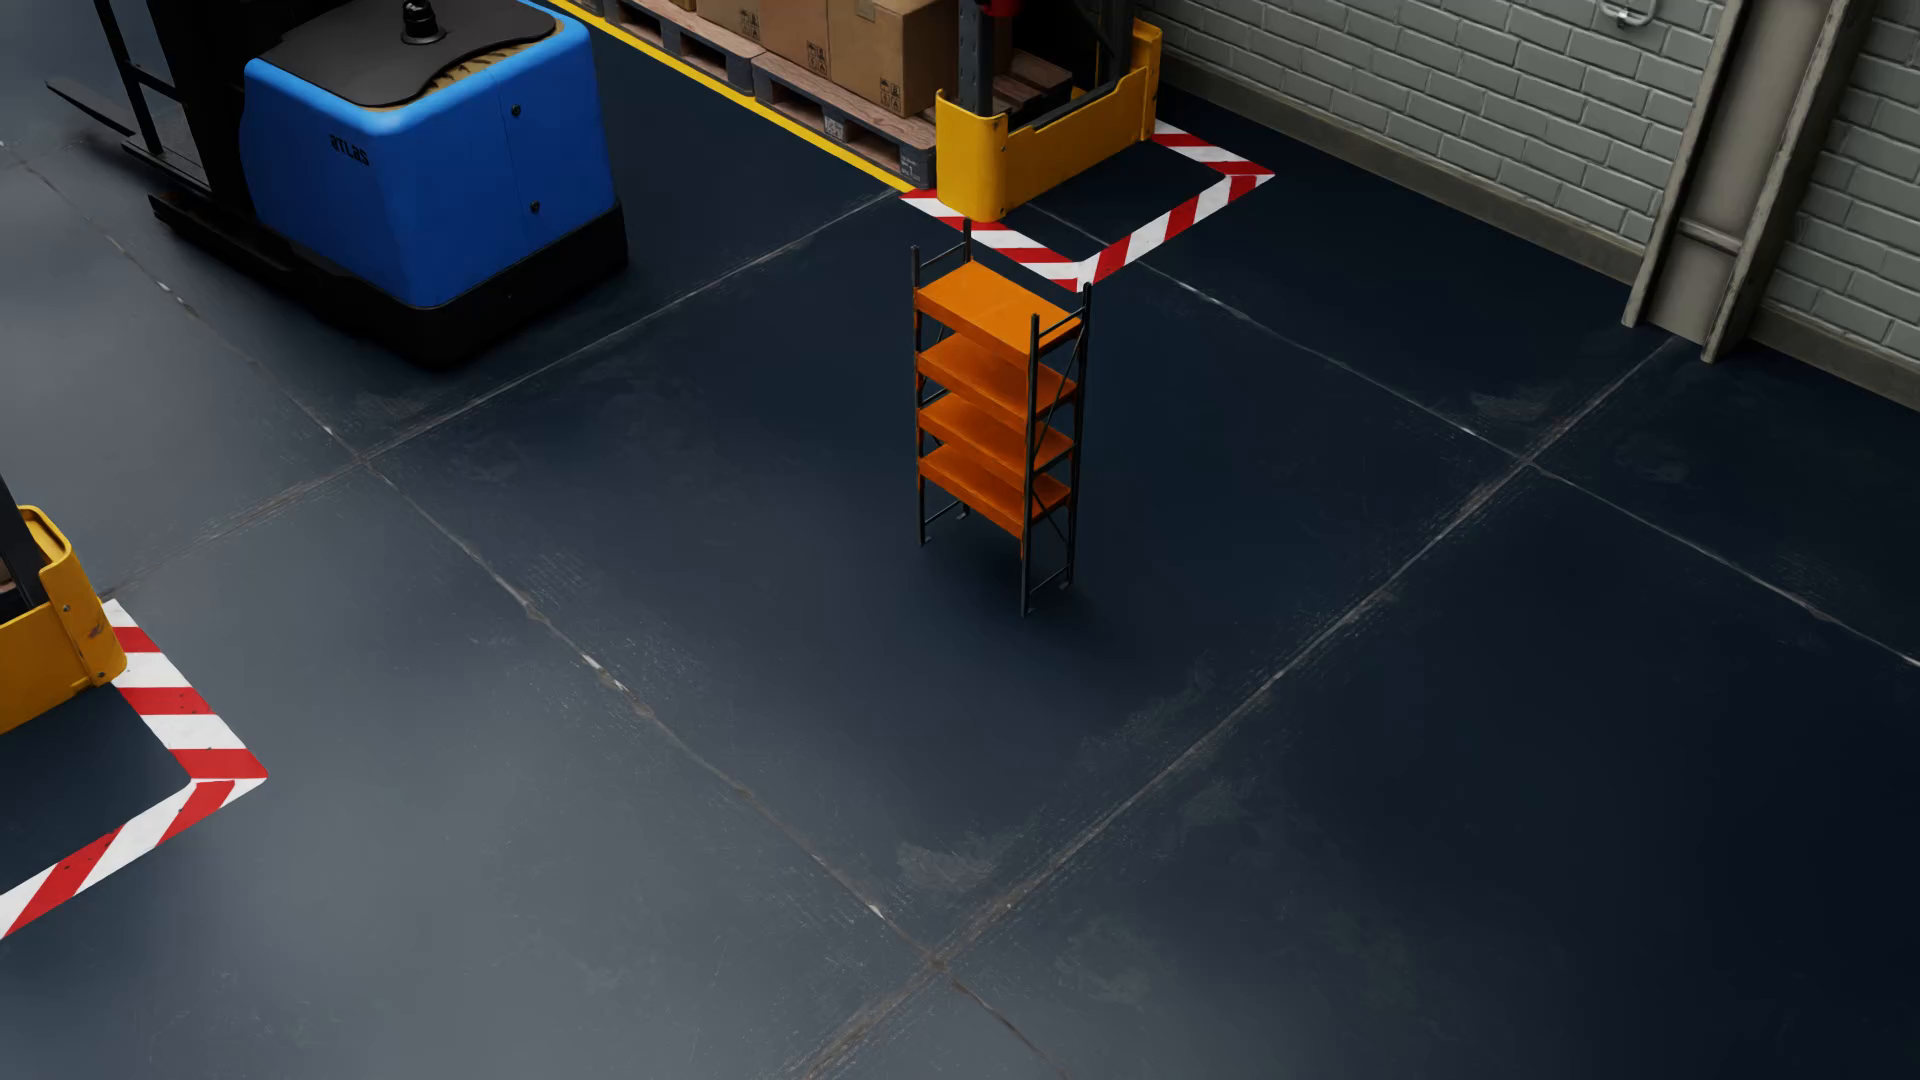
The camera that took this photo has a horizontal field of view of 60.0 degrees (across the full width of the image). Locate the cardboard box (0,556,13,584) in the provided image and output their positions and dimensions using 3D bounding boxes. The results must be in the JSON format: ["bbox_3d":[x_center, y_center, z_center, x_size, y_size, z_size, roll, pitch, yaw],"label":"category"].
[{"bbox_3d":[-3.169,0.058,5.253,0.380,0.149,0.250,-34,53,-31],"label":"cardboard box"}]

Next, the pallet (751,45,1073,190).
[{"bbox_3d":[-0.232,-2.160,7.932,1.003,0.211,1.213,-34,53,-31],"label":"pallet"}]

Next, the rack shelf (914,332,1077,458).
[{"bbox_3d":[0.117,-0.476,5.151,0.258,0.148,0.480,-34,53,-31],"label":"rack shelf"}]

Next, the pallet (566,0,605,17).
[{"bbox_3d":[-1.955,-3.332,9.200,1.003,0.211,1.213,-34,53,-31],"label":"pallet"}]

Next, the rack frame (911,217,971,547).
[{"bbox_3d":[-0.055,-0.478,5.384,0.240,1.200,0.015,-34,53,-31],"label":"rack frame"}]

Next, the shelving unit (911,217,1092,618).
[{"bbox_3d":[0.117,-0.361,5.257,0.258,1.200,0.503,-34,53,-31],"label":"shelving unit"}]

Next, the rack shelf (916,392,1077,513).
[{"bbox_3d":[0.117,-0.312,5.302,0.258,0.148,0.480,-34,53,-31],"label":"rack shelf"}]

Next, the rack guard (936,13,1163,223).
[{"bbox_3d":[0.405,-1.907,7.446,1.175,0.500,0.348,-34,53,-31],"label":"rack guard"}]

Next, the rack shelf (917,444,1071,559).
[{"bbox_3d":[0.117,-0.166,5.437,0.258,0.148,0.480,-34,53,-31],"label":"rack shelf"}]

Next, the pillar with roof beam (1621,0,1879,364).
[{"bbox_3d":[-0.141,-2.094,1.386,9.100,9.000,0.400,-34,53,-31],"label":"pillar with roof beam"}]

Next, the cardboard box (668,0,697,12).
[{"bbox_3d":[-1.268,-3.096,8.423,0.700,0.500,0.500,-33,52,-30],"label":"cardboard box"}]

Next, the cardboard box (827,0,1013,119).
[{"bbox_3d":[-0.177,-2.362,7.628,0.700,0.500,0.500,-34,53,-31],"label":"cardboard box"}]

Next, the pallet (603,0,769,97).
[{"bbox_3d":[-1.089,-2.746,8.566,1.003,0.211,1.213,-34,53,-31],"label":"pallet"}]

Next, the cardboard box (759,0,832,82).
[{"bbox_3d":[-0.531,-2.602,7.888,0.500,0.500,0.700,34,53,31],"label":"cardboard box"}]

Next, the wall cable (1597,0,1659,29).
[{"bbox_3d":[1.962,-3.048,6.090,0.084,1.984,1.851,-34,53,-31],"label":"wall cable"}]

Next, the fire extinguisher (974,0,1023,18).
[{"bbox_3d":[0.168,-2.378,6.445,0.296,0.674,0.183,-34,53,-31],"label":"fire extinguisher"}]

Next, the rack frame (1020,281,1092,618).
[{"bbox_3d":[0.289,-0.244,5.130,0.240,1.200,0.015,-34,53,-31],"label":"rack frame"}]

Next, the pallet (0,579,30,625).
[{"bbox_3d":[-3.734,0.144,5.439,1.003,0.211,1.213,-34,53,-31],"label":"pallet"}]

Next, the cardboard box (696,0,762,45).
[{"bbox_3d":[-0.886,-2.843,8.149,0.500,0.500,0.700,32,52,30],"label":"cardboard box"}]

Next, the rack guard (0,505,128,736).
[{"bbox_3d":[-3.170,0.420,4.927,1.175,0.500,0.348,-34,53,-31],"label":"rack guard"}]

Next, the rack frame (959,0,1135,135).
[{"bbox_3d":[0.388,-2.837,6.610,1.000,3.000,0.127,-34,53,-31],"label":"rack frame"}]

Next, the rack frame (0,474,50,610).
[{"bbox_3d":[-3.117,-0.461,4.039,1.000,3.000,0.127,-34,53,-31],"label":"rack frame"}]

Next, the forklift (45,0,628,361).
[{"bbox_3d":[-2.860,-2.594,6.398,3.031,2.935,1.130,28,50,27],"label":"forklift"}]

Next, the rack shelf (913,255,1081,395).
[{"bbox_3d":[0.117,-0.650,4.990,0.258,0.148,0.480,-34,53,-31],"label":"rack shelf"}]
